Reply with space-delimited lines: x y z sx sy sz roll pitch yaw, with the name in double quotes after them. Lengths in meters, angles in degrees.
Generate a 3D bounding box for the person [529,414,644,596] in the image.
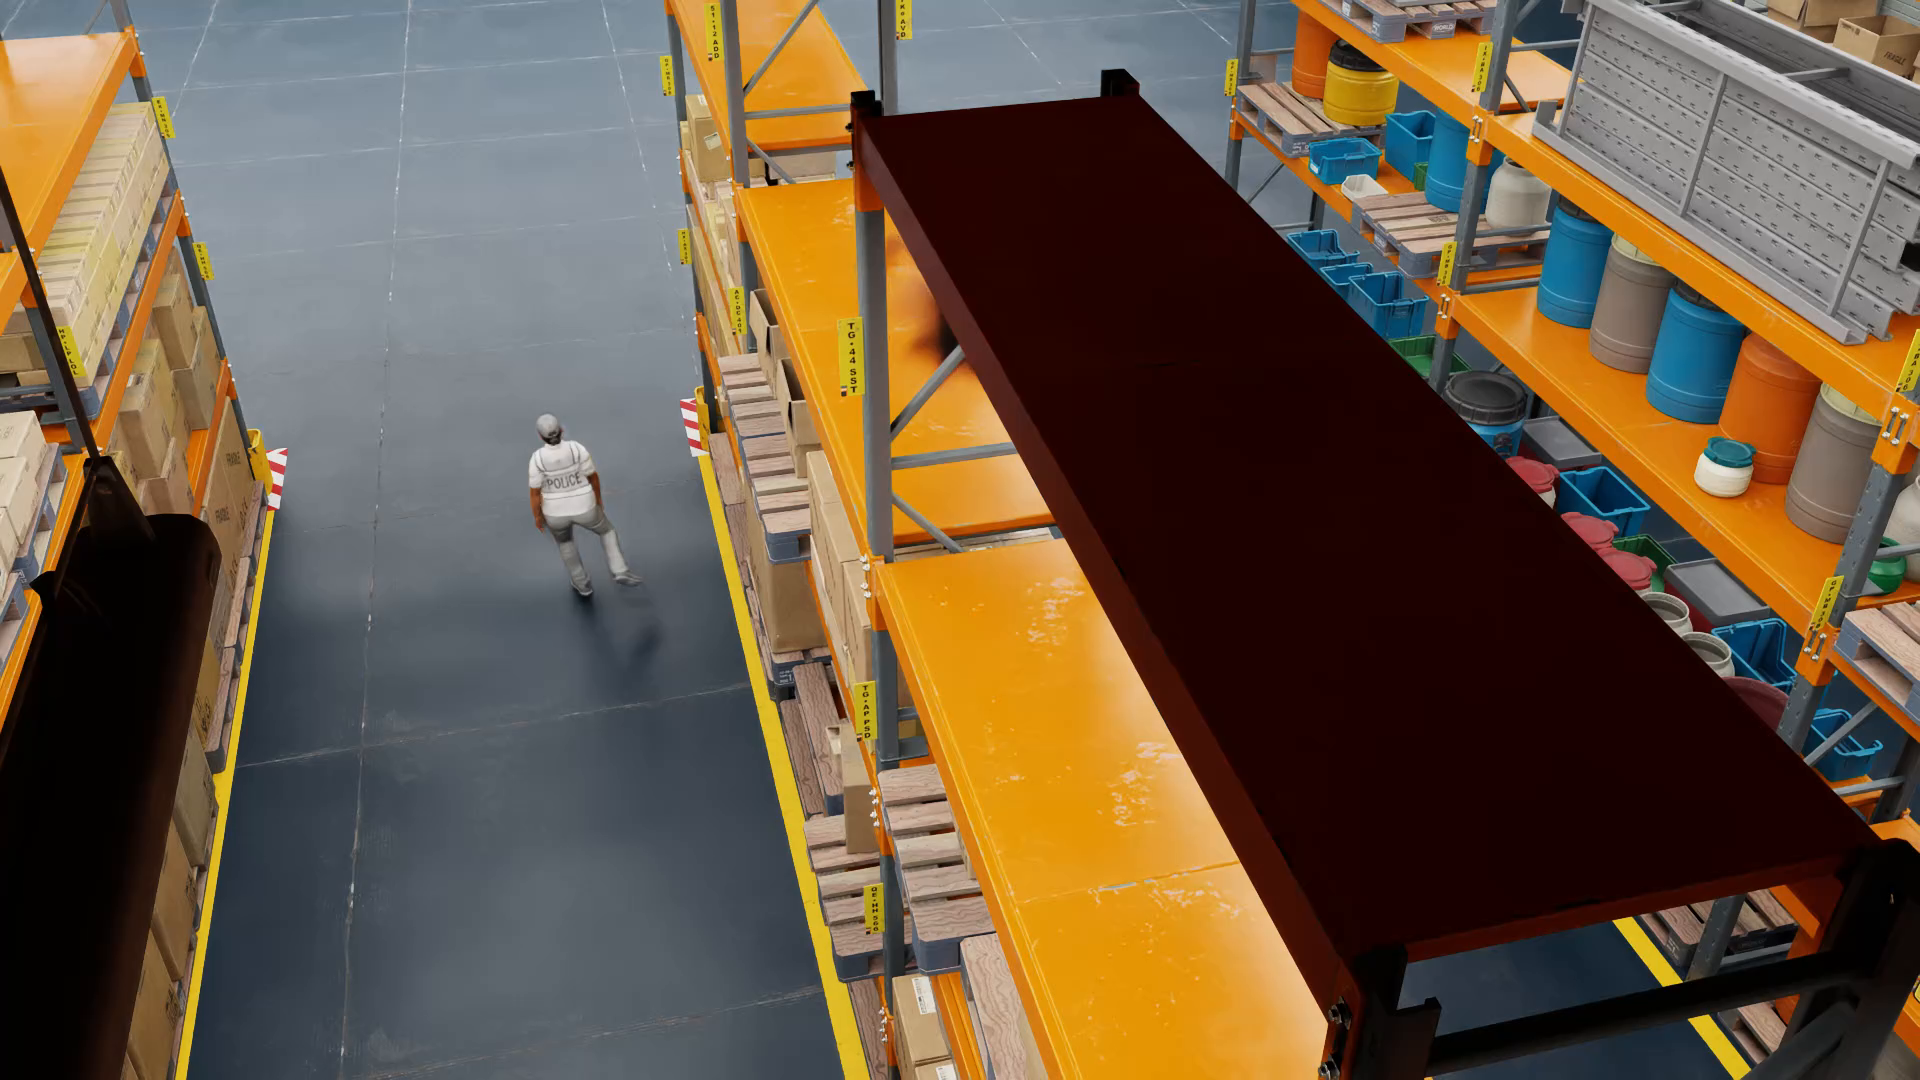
-2.954 -0.247 13.020 0.757 1.599 0.581 -10 36 -15 "person"
